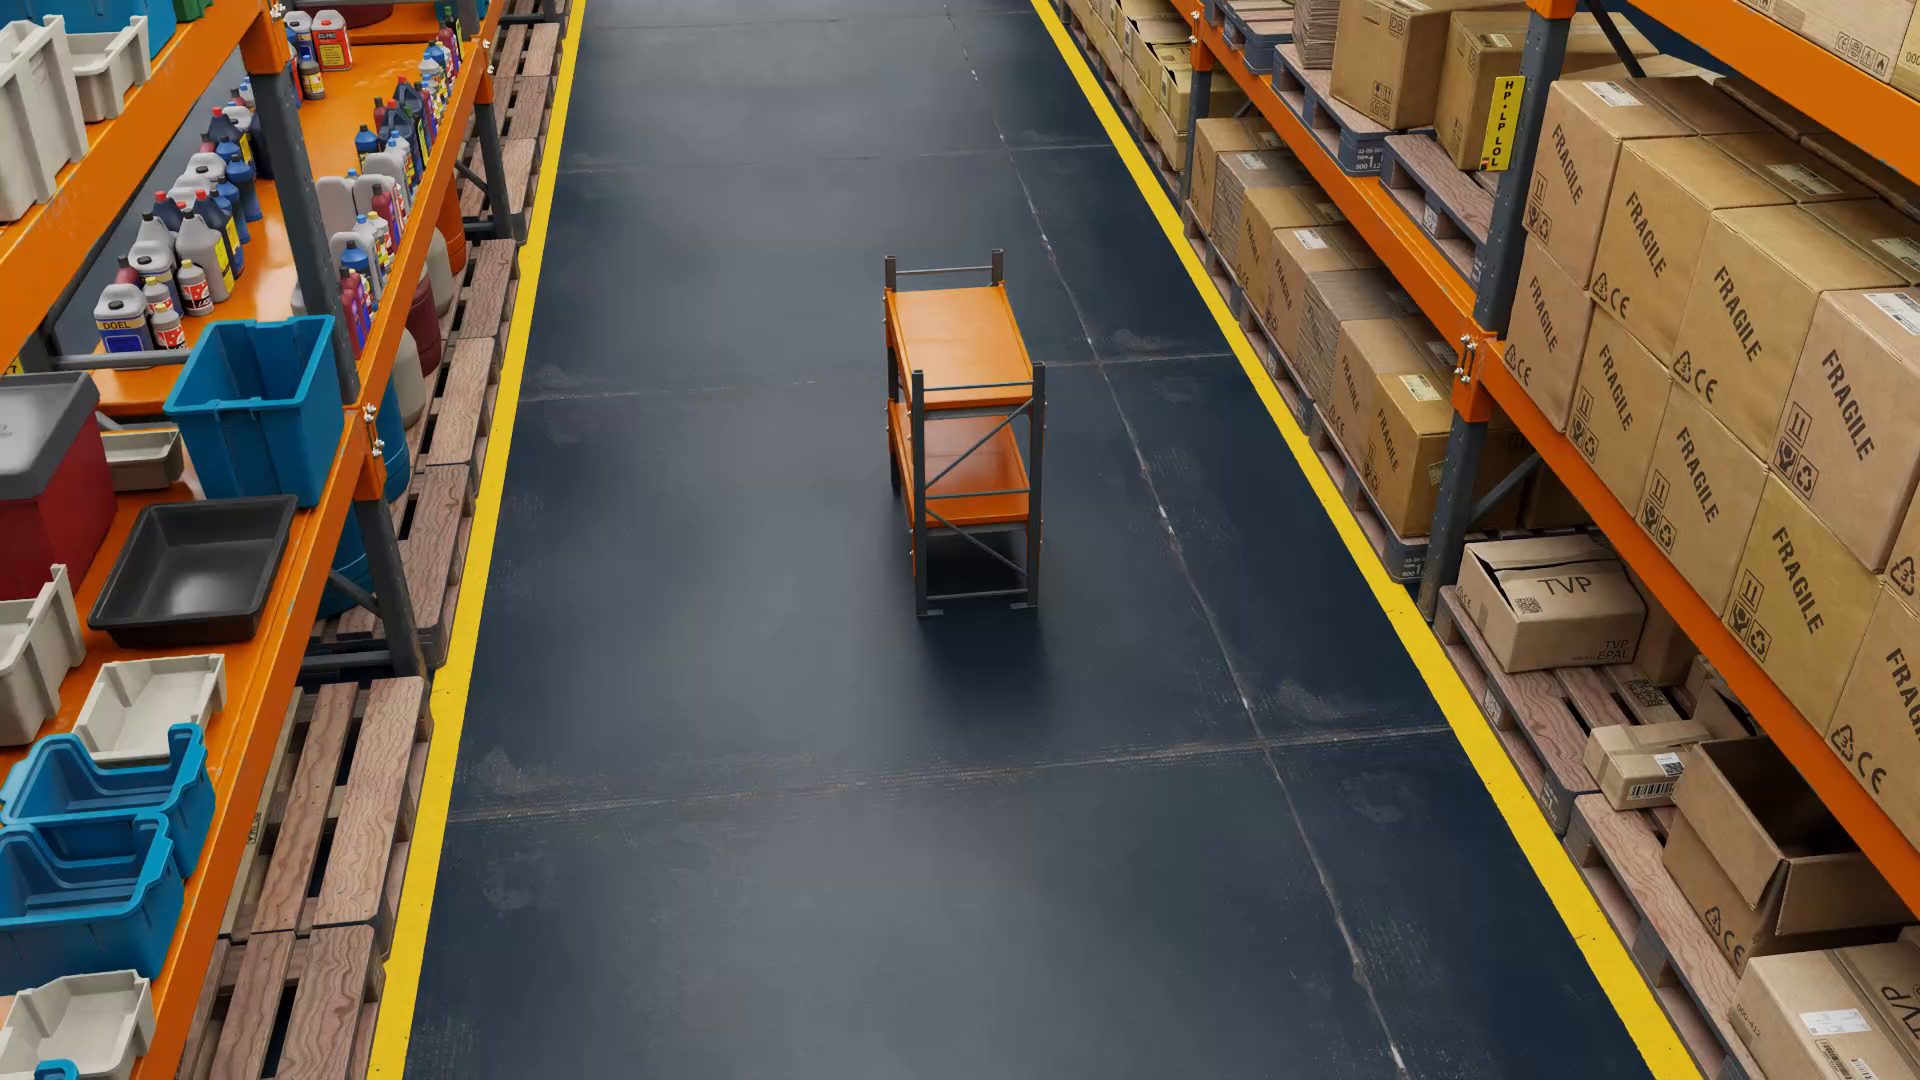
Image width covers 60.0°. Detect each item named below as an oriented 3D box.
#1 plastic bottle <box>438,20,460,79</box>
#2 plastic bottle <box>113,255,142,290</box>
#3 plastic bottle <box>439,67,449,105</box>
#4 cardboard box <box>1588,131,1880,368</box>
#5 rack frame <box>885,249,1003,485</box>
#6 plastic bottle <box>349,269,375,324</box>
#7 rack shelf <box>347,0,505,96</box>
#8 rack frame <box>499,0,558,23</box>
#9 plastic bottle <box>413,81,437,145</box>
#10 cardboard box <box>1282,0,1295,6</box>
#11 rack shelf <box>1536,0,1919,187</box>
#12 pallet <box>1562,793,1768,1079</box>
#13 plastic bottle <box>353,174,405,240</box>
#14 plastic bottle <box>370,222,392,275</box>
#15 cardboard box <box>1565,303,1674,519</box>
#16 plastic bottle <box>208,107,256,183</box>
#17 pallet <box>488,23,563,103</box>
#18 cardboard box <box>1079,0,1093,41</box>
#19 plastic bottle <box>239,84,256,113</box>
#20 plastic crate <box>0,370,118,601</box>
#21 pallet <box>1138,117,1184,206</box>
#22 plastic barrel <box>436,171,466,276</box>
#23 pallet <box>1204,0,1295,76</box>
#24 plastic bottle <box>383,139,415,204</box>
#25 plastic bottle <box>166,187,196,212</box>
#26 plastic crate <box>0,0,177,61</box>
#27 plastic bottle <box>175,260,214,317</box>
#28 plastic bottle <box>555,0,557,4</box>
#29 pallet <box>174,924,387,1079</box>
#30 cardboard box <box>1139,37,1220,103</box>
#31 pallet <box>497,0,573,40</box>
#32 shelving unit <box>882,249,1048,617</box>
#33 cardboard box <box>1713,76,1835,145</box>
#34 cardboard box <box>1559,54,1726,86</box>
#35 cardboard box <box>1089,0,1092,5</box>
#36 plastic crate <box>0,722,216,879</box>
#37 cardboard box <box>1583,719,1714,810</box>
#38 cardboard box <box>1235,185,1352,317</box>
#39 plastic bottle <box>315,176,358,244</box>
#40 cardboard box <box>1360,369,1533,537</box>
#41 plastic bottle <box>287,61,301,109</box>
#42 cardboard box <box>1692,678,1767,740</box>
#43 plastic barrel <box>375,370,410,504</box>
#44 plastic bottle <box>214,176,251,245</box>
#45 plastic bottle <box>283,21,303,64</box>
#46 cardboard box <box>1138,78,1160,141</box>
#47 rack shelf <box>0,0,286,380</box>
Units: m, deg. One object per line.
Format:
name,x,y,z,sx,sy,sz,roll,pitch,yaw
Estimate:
plastic bottle,-2.557,-2.459,8.299,0.061,0.283,0.133,-4,35,-6
plastic bottle,-2.977,-0.871,5.967,0.061,0.283,0.133,-4,35,-6
plastic bottle,-2.520,-2.197,7.986,0.097,0.201,0.097,0,34,0
cardboard box,2.236,-0.853,4.862,0.500,0.500,0.500,-5,35,-8
rack frame,-0.067,-0.745,7.344,0.500,1.125,0.032,-4,35,-6
plastic bottle,-2.205,-0.890,6.069,0.097,0.201,0.097,0,34,0
rack shelf,-3.334,-3.649,10.579,1.077,0.370,4.000,-4,35,-6
rack frame,-3.603,-5.062,12.014,1.000,3.000,0.127,-4,35,-6
plastic bottle,-2.434,-1.950,7.552,0.061,0.283,0.133,-4,35,-6
cardboard box,2.040,-3.075,8.637,0.700,0.500,0.500,-16,37,-22
rack shelf,2.651,-0.797,3.731,1.077,0.370,4.000,-4,35,-6
pallet,2.640,1.247,5.233,1.003,0.211,1.213,-4,35,-6
plastic bottle,-2.336,-1.350,6.678,0.152,0.276,0.135,-4,35,-6
plastic bottle,-2.263,-1.128,6.418,0.097,0.201,0.097,0,34,0
cardboard box,2.252,-0.422,5.116,0.500,0.500,0.500,-4,34,-6
plastic bottle,-3.123,-1.680,7.096,0.144,0.351,0.185,-4,35,-6
pallet,-3.459,-3.474,12.161,1.003,0.211,1.213,-4,35,-6
cardboard box,1.182,-3.943,12.441,0.500,0.250,0.500,-4,34,-5
plastic bottle,-3.214,-1.928,7.530,0.097,0.271,0.097,0,34,0
plastic crate,-2.656,-0.132,4.670,0.402,0.464,0.583,-4,35,-6
pallet,1.772,-2.513,10.750,1.003,0.211,1.213,-4,35,-6
plastic barrel,-2.982,-1.835,8.833,0.600,0.830,0.708,-4,35,-6
pallet,2.005,-2.751,8.793,1.213,0.211,1.003,-4,35,-6
plastic bottle,-2.356,-1.545,6.967,0.097,0.271,0.097,0,34,0
plastic bottle,-3.017,-1.227,6.497,0.152,0.276,0.135,-4,35,-6
plastic crate,-2.088,-1.284,3.956,0.416,0.233,0.300,-4,35,-6
plastic bottle,-2.828,-0.935,6.134,0.097,0.201,0.097,0,34,0
plastic bottle,-3.211,-4.327,12.968,0.097,0.271,0.097,0,34,0
pallet,-2.222,1.644,4.650,1.003,0.211,1.213,-4,35,-6
cardboard box,1.453,-3.035,10.611,0.500,0.311,0.500,-5,35,-7
pallet,-3.652,-4.288,13.354,1.003,0.211,1.213,-4,35,-6
shelving unit,0.001,-0.461,6.928,0.538,1.125,1.048,-4,35,-6
cardboard box,2.706,-1.163,5.316,0.500,0.500,0.500,-4,34,-6
cardboard box,2.540,-1.467,6.277,0.700,0.500,0.500,-16,37,-22
cardboard box,1.177,-4.175,12.283,0.500,0.311,0.500,-5,35,-7
plastic crate,-1.914,0.614,3.781,0.416,0.233,0.300,-4,35,-6
cardboard box,2.350,0.751,5.610,0.380,0.166,0.250,-4,35,-6
cardboard box,1.760,-1.504,8.622,0.500,0.500,0.500,-5,35,-7
plastic bottle,-2.487,-1.339,6.661,0.152,0.276,0.135,-4,35,-6
cardboard box,2.031,-0.373,6.963,0.500,0.500,0.500,-5,35,-7
plastic bottle,-3.216,-2.190,7.915,0.097,0.271,0.097,0,34,0
cardboard box,2.840,0.674,5.595,0.500,0.311,0.500,-4,35,-6
plastic barrel,-2.679,-0.604,6.963,0.600,0.901,0.708,-4,35,-6
plastic bottle,-2.914,-1.320,6.638,0.097,0.271,0.097,0,34,0
plastic bottle,-3.339,-2.444,8.287,0.097,0.271,0.097,0,34,0
cardboard box,1.459,-2.803,10.768,0.500,0.250,0.500,-5,35,-7
rack shelf,-2.258,-0.424,3.184,1.077,0.370,4.000,-4,35,-6
